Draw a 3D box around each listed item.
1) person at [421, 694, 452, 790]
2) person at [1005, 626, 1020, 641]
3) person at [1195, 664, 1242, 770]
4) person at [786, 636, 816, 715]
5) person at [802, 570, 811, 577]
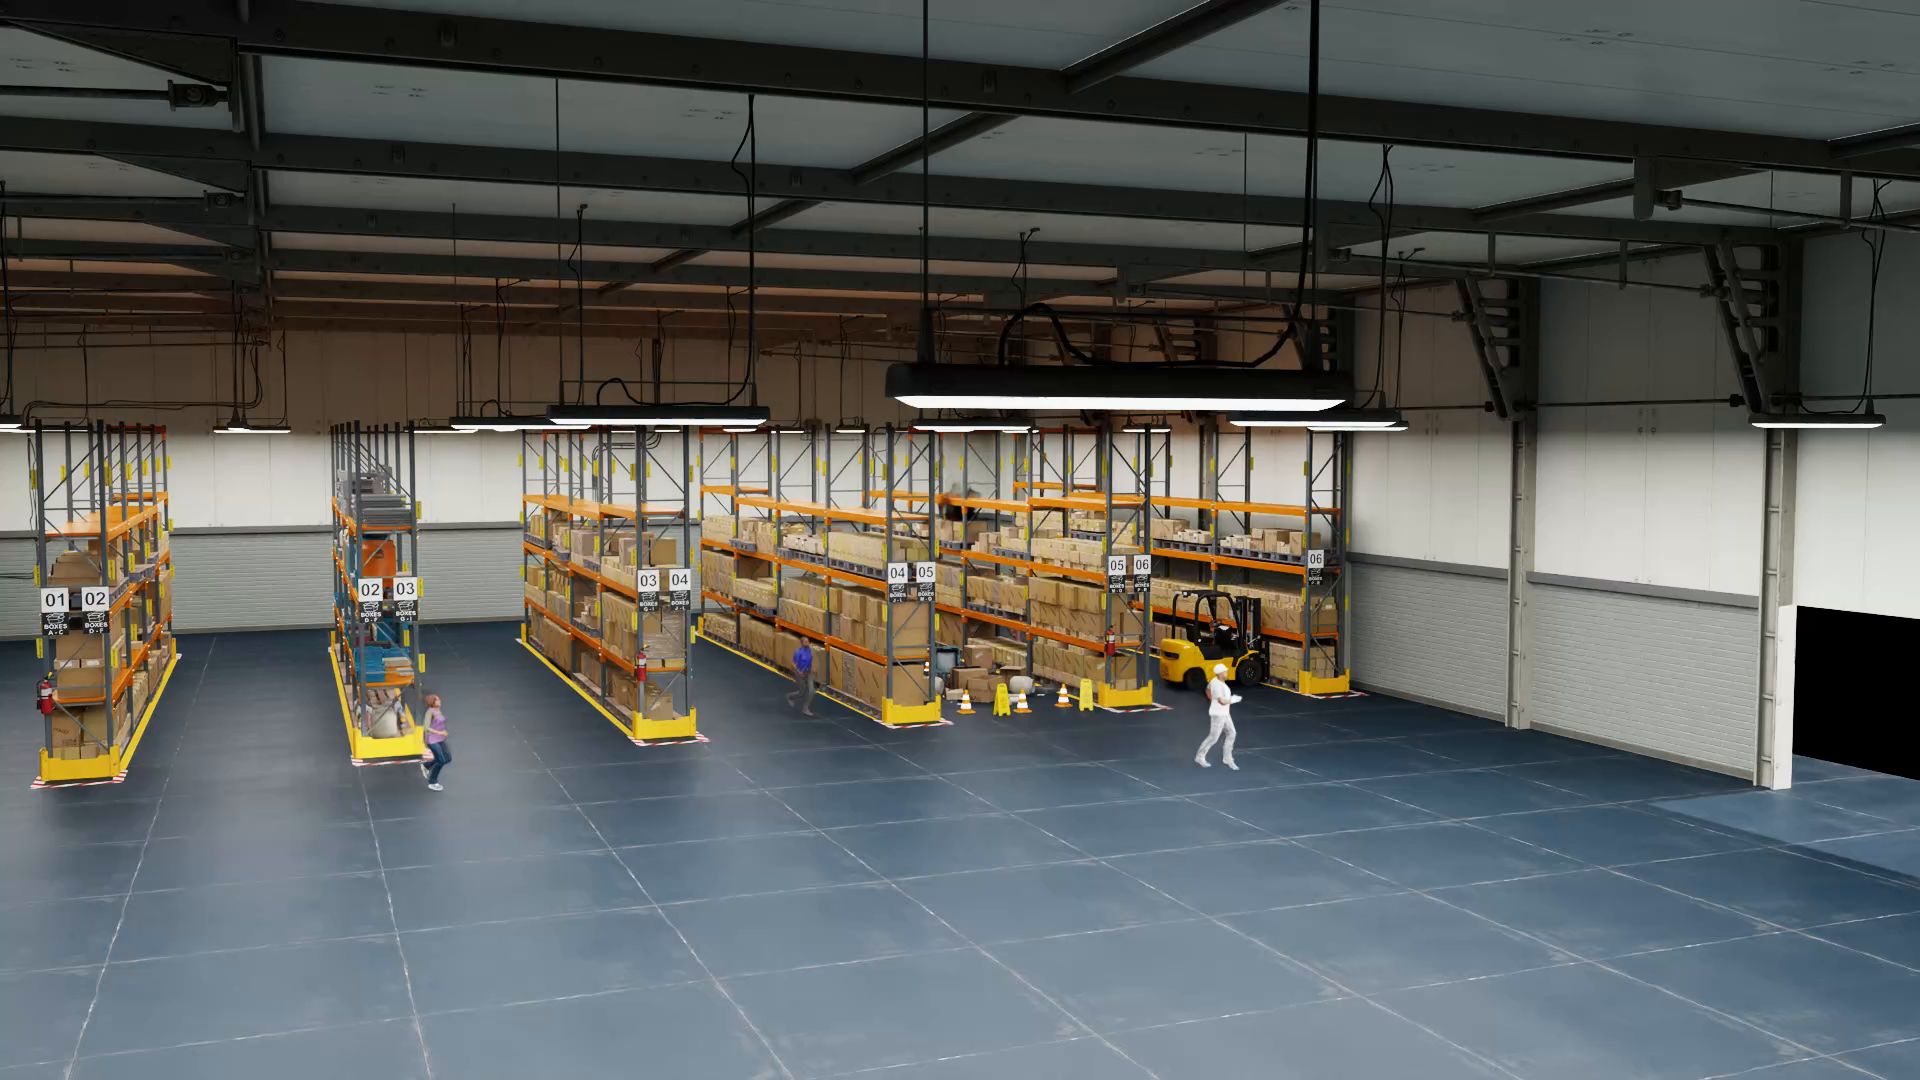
[{"bbox_3d":[-8.508,3.266,26.933,0.526,1.558,0.595,0,4,1],"label":"person"},{"bbox_3d":[1.455,1.997,45.020,0.587,1.627,0.599,-1,4,-22],"label":"person"},{"bbox_3d":[4.450,3.043,28.529,0.772,1.850,0.704,1,4,17],"label":"person"},{"bbox_3d":[-3.265,2.785,34.300,0.681,1.617,0.561,3,5,44],"label":"person"},{"bbox_3d":[-4.677,1.739,50.735,0.549,1.663,0.658,-1,4,-22],"label":"person"}]
